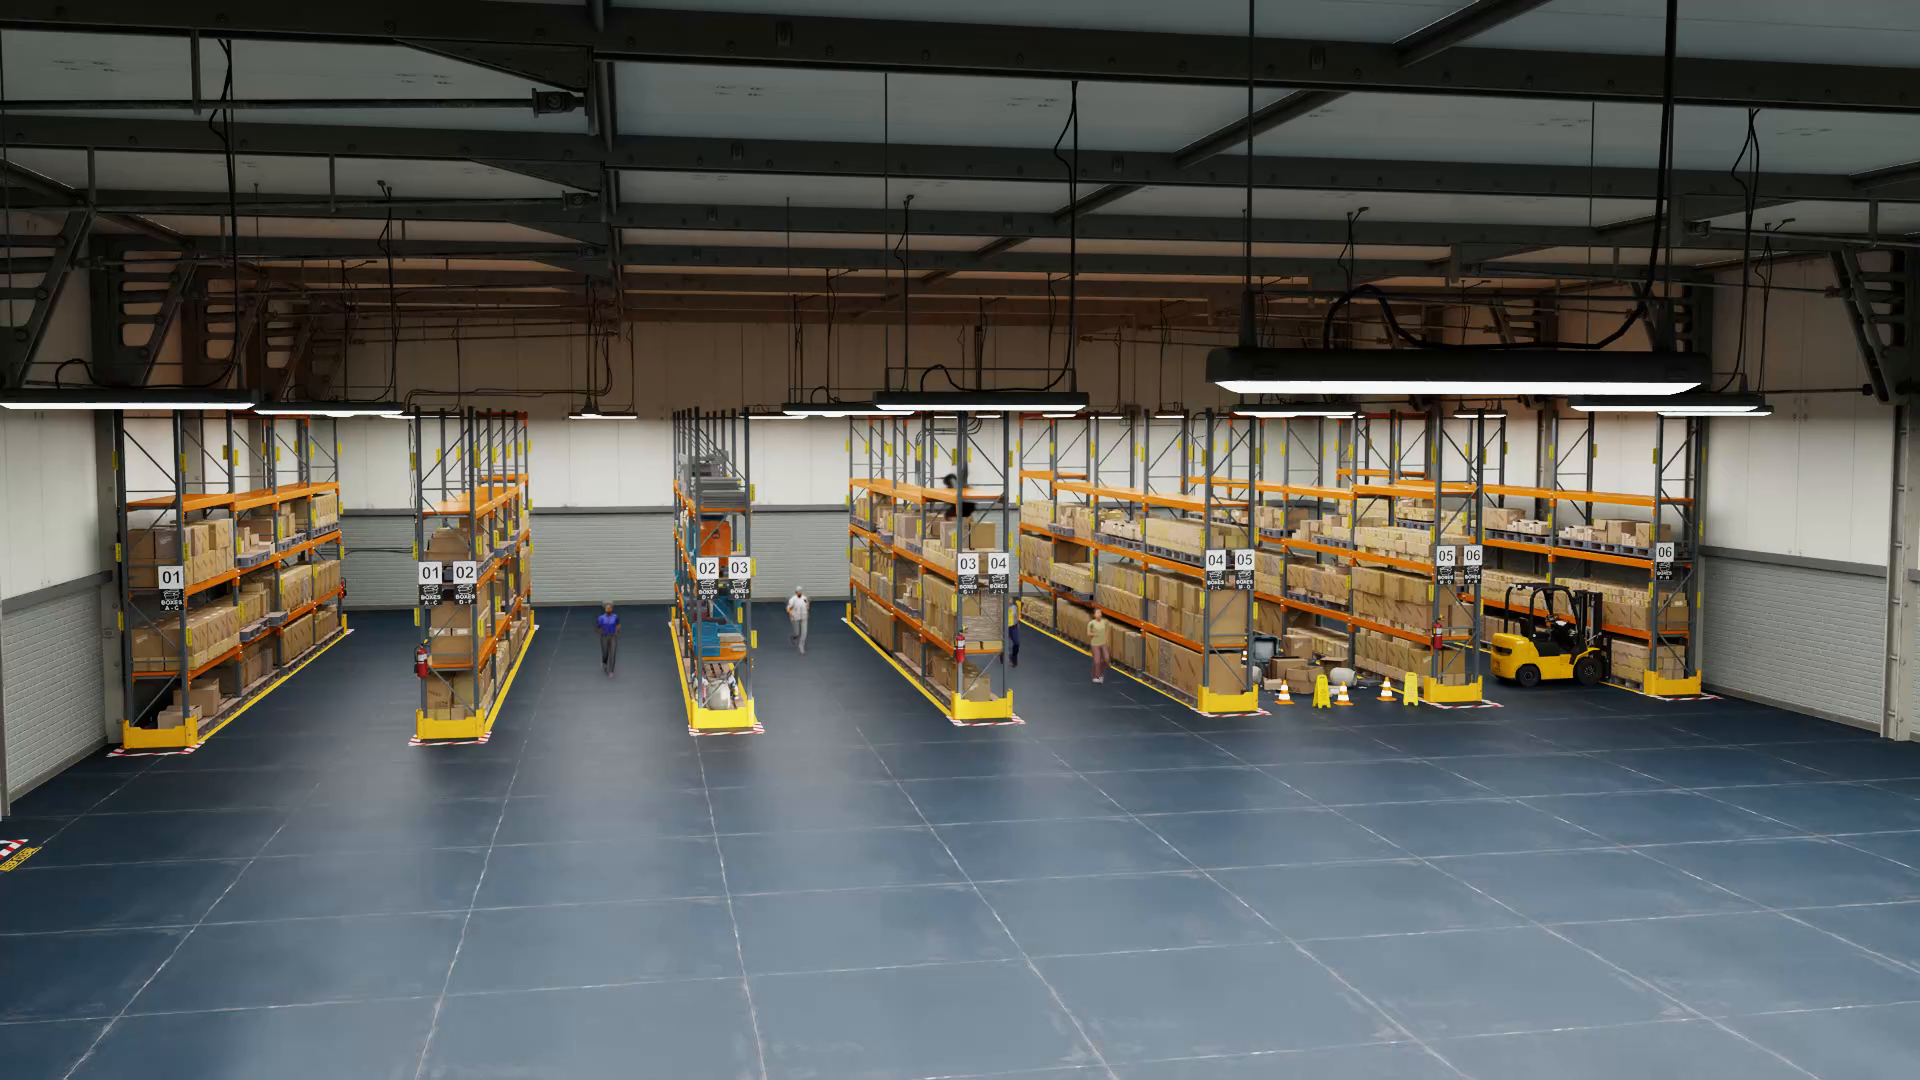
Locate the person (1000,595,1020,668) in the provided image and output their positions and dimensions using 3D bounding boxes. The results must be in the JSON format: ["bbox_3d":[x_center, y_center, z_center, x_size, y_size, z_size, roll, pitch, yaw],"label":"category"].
[{"bbox_3d":[1.153,2.142,38.863,0.585,1.700,0.708,-1,4,-17],"label":"person"}]

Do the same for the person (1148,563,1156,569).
[{"bbox_3d":[5.731,1.252,50.780,0.622,1.722,0.700,0,4,0],"label":"person"}]

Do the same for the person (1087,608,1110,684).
[{"bbox_3d":[3.044,2.313,36.300,0.562,1.656,0.595,-1,4,-15],"label":"person"}]

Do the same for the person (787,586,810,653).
[{"bbox_3d":[-4.014,1.975,41.493,0.608,1.643,0.663,-2,4,-23],"label":"person"}]

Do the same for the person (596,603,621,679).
[{"bbox_3d":[-7.897,2.247,37.415,0.579,1.650,0.851,-1,4,-19],"label":"person"}]
